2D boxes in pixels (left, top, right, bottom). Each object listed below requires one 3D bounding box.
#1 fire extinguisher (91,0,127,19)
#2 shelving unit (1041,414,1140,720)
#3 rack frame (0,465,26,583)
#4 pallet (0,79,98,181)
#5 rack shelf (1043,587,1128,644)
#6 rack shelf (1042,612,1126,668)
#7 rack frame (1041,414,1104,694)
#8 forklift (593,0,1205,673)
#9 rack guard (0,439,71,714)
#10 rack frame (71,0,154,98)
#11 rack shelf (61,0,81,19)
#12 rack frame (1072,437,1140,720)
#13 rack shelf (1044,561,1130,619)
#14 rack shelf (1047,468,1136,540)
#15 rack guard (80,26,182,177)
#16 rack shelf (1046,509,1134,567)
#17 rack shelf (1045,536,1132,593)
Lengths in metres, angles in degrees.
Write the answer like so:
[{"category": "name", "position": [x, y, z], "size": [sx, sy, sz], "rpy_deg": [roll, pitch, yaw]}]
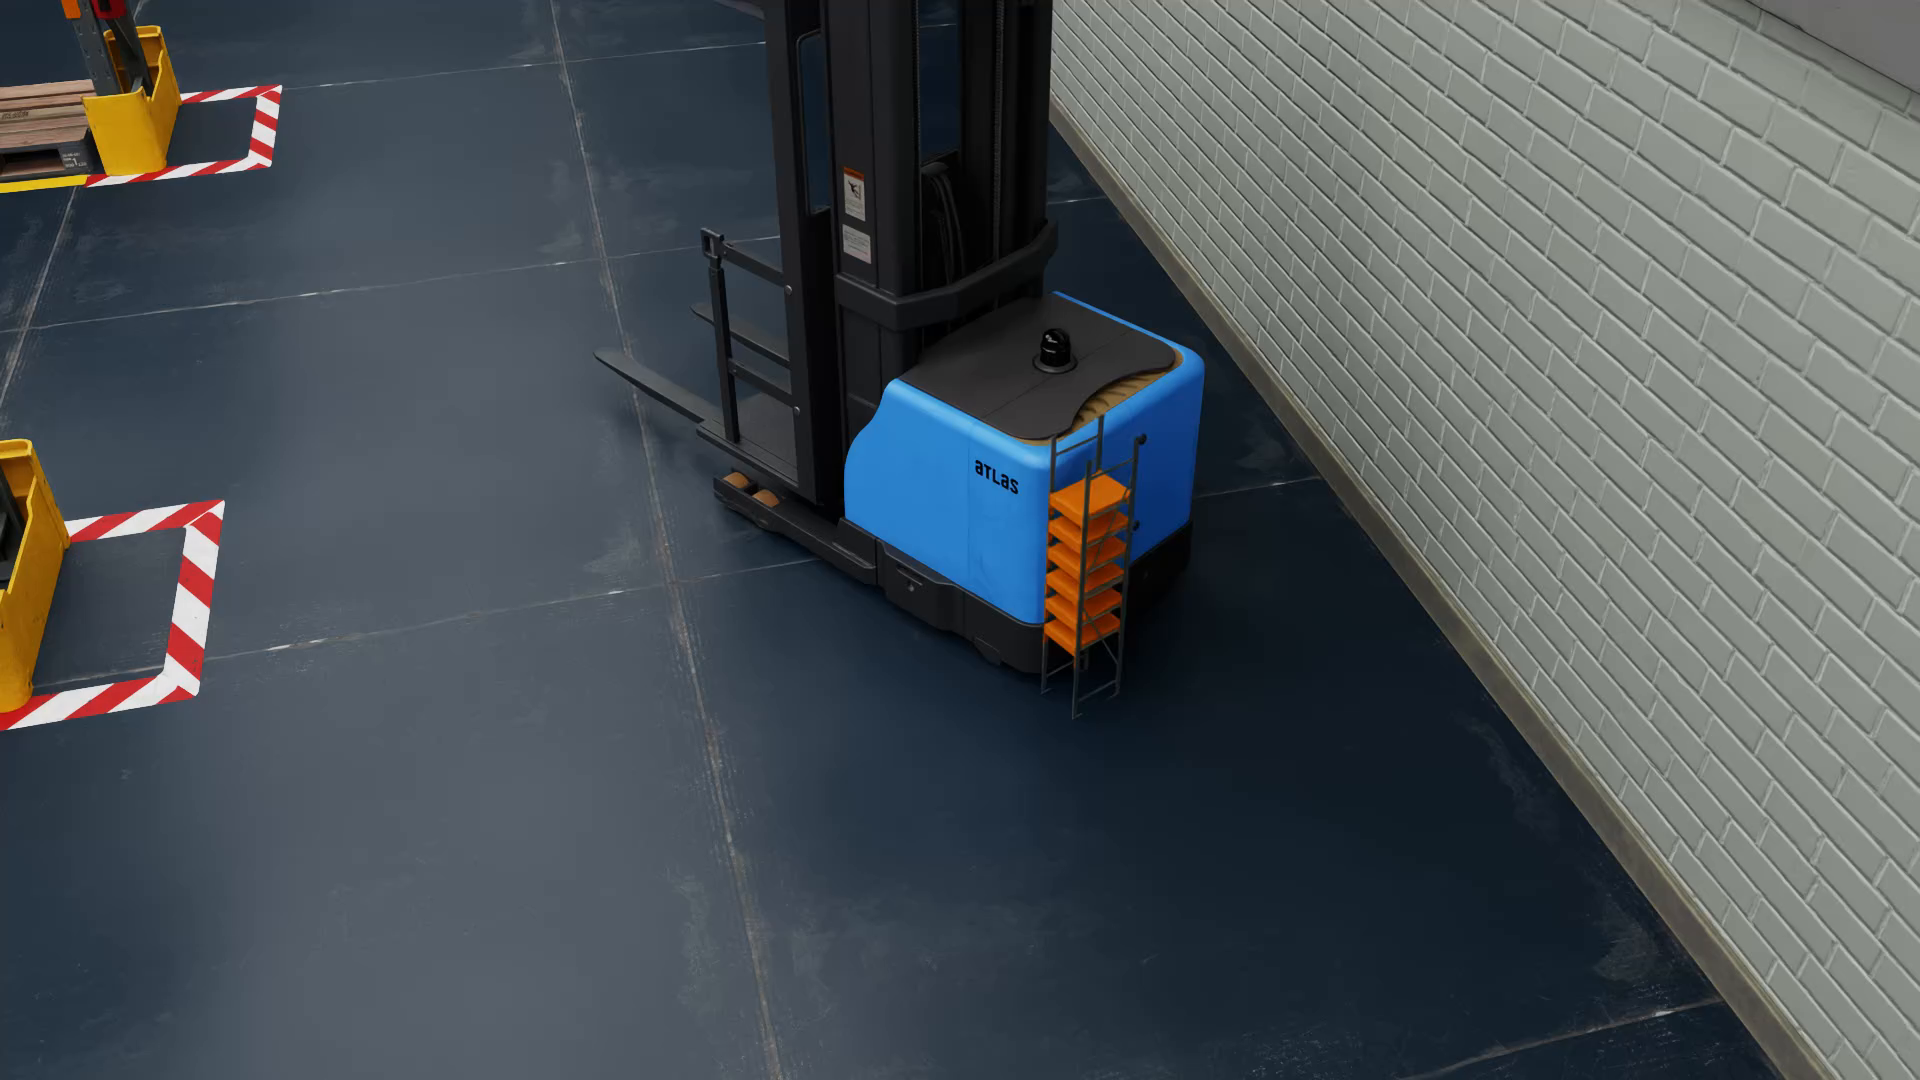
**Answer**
[{"category": "fire extinguisher", "position": [-4.957, -3.338, 9.515], "size": [0.183, 0.674, 0.296], "rpy_deg": [-9, 38, -12]}, {"category": "shelving unit", "position": [0.467, 0.122, 6.103], "size": [0.258, 1.200, 0.189], "rpy_deg": [-25, 44, -29]}, {"category": "rack frame", "position": [-3.930, -0.854, 5.898], "size": [0.127, 3.000, 1.000], "rpy_deg": [-9, 38, -12]}, {"category": "pallet", "position": [-6.028, -2.544, 10.402], "size": [1.213, 0.211, 1.003], "rpy_deg": [-9, 38, -12]}, {"category": "rack shelf", "position": [0.468, 0.253, 6.203], "size": [0.258, 0.103, 0.180], "rpy_deg": [-25, 44, -29]}, {"category": "rack shelf", "position": [0.468, 0.348, 6.275], "size": [0.258, 0.103, 0.180], "rpy_deg": [-25, 44, -29]}, {"category": "rack frame", "position": [0.412, 0.078, 6.160], "size": [0.240, 1.200, 0.006], "rpy_deg": [-25, 44, -29]}, {"category": "forklift", "position": [-0.454, -1.423, 6.697], "size": [3.031, 2.935, 1.130], "rpy_deg": [30, 46, 33]}, {"category": "rack guard", "position": [-3.907, 0.135, 6.662], "size": [0.348, 0.500, 1.175], "rpy_deg": [-9, 38, -12]}, {"category": "rack frame", "position": [-5.221, -3.759, 9.695], "size": [0.127, 3.000, 1.000], "rpy_deg": [-9, 38, -12]}, {"category": "rack shelf", "position": [-7.152, -3.157, 9.500], "size": [4.000, 0.370, 1.077], "rpy_deg": [-9, 38, -12]}, {"category": "rack frame", "position": [0.523, 0.166, 6.045], "size": [0.240, 1.200, 0.006], "rpy_deg": [-25, 44, -29]}, {"category": "rack shelf", "position": [0.467, 0.158, 6.130], "size": [0.258, 0.103, 0.180], "rpy_deg": [-25, 44, -29]}, {"category": "rack shelf", "position": [0.467, -0.128, 5.911], "size": [0.258, 0.103, 0.180], "rpy_deg": [-25, 44, -29]}, {"category": "rack guard", "position": [-5.201, -2.778, 10.470], "size": [0.348, 0.500, 1.175], "rpy_deg": [-9, 38, -12]}, {"category": "rack shelf", "position": [0.467, -0.033, 5.984], "size": [0.258, 0.103, 0.180], "rpy_deg": [-25, 44, -29]}, {"category": "rack shelf", "position": [0.467, 0.062, 6.057], "size": [0.258, 0.103, 0.180], "rpy_deg": [-25, 44, -29]}]
